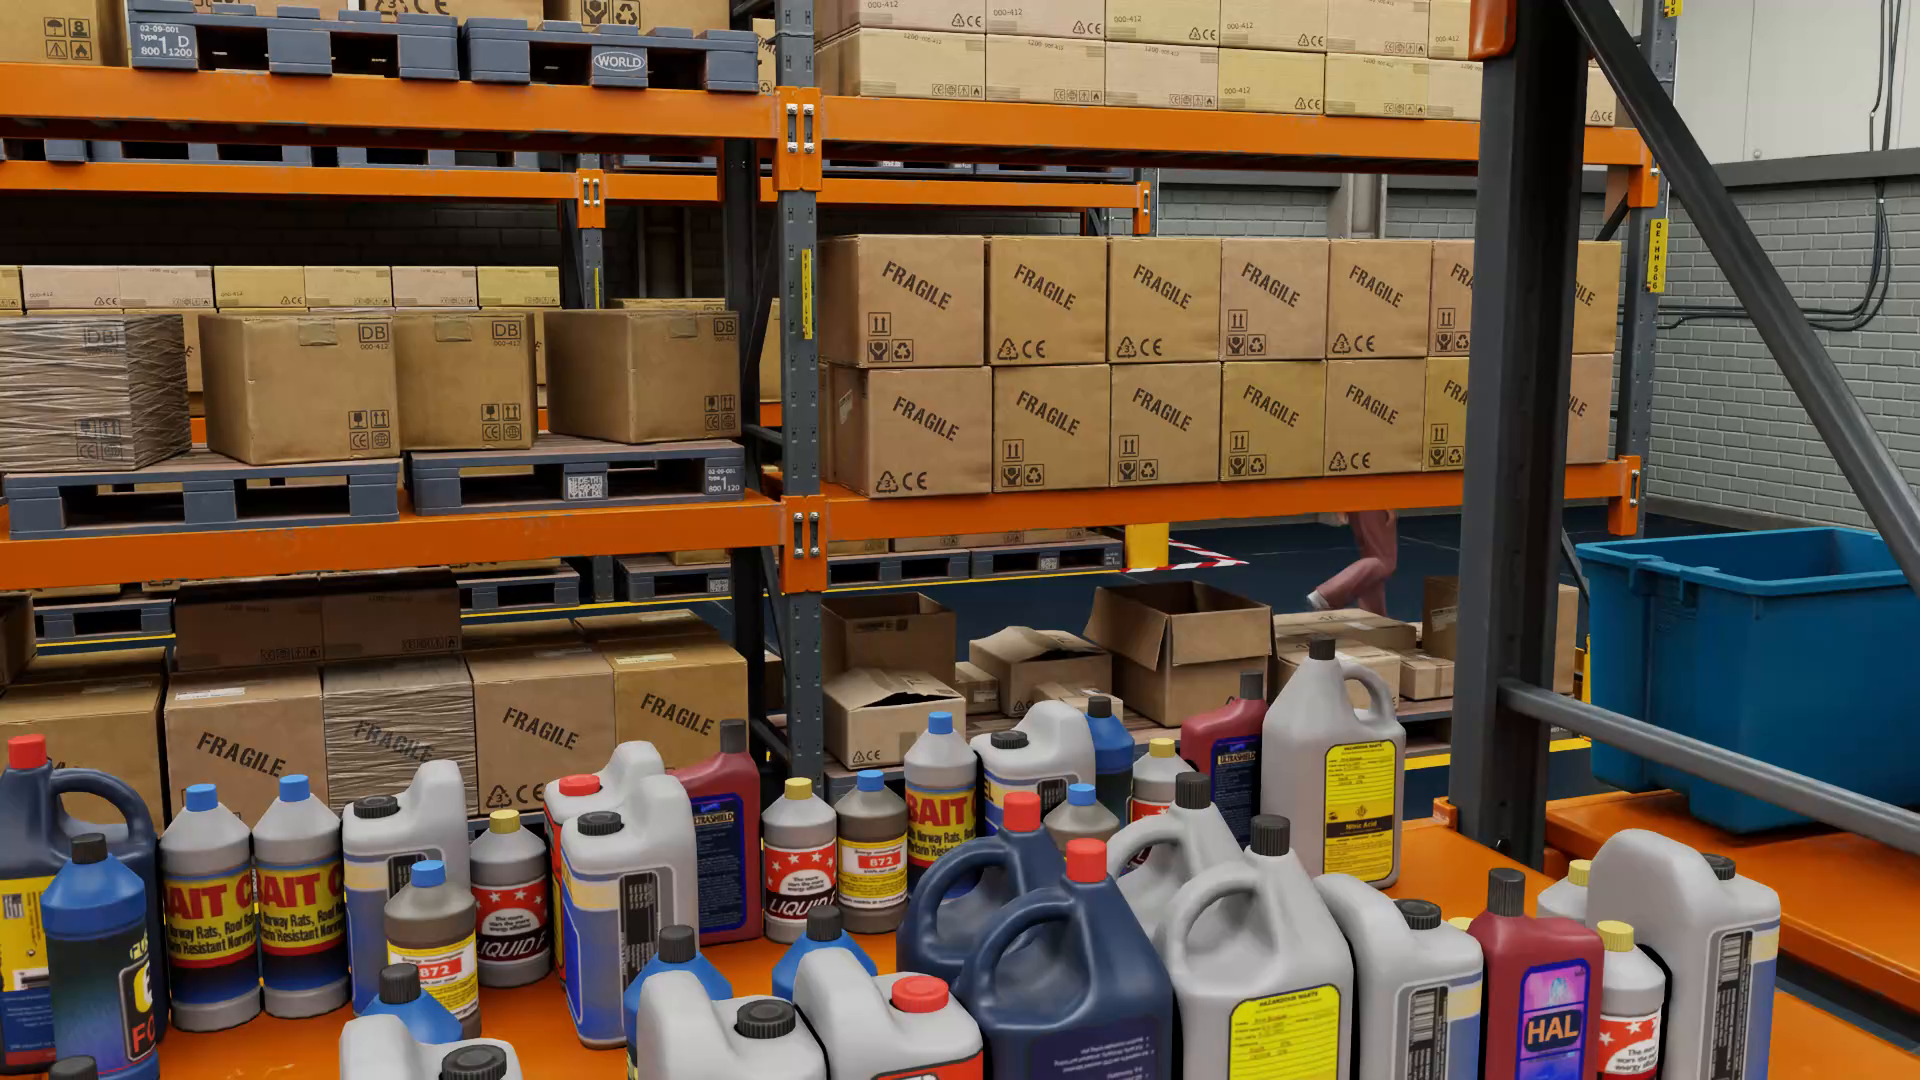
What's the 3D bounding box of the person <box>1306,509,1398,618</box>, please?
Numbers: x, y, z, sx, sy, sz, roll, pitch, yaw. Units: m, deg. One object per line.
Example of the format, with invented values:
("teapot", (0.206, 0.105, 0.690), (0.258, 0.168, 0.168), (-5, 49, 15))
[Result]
("person", (2.351, -0.226, 9.746), (0.754, 1.651, 0.462), (-3, 9, -18))
